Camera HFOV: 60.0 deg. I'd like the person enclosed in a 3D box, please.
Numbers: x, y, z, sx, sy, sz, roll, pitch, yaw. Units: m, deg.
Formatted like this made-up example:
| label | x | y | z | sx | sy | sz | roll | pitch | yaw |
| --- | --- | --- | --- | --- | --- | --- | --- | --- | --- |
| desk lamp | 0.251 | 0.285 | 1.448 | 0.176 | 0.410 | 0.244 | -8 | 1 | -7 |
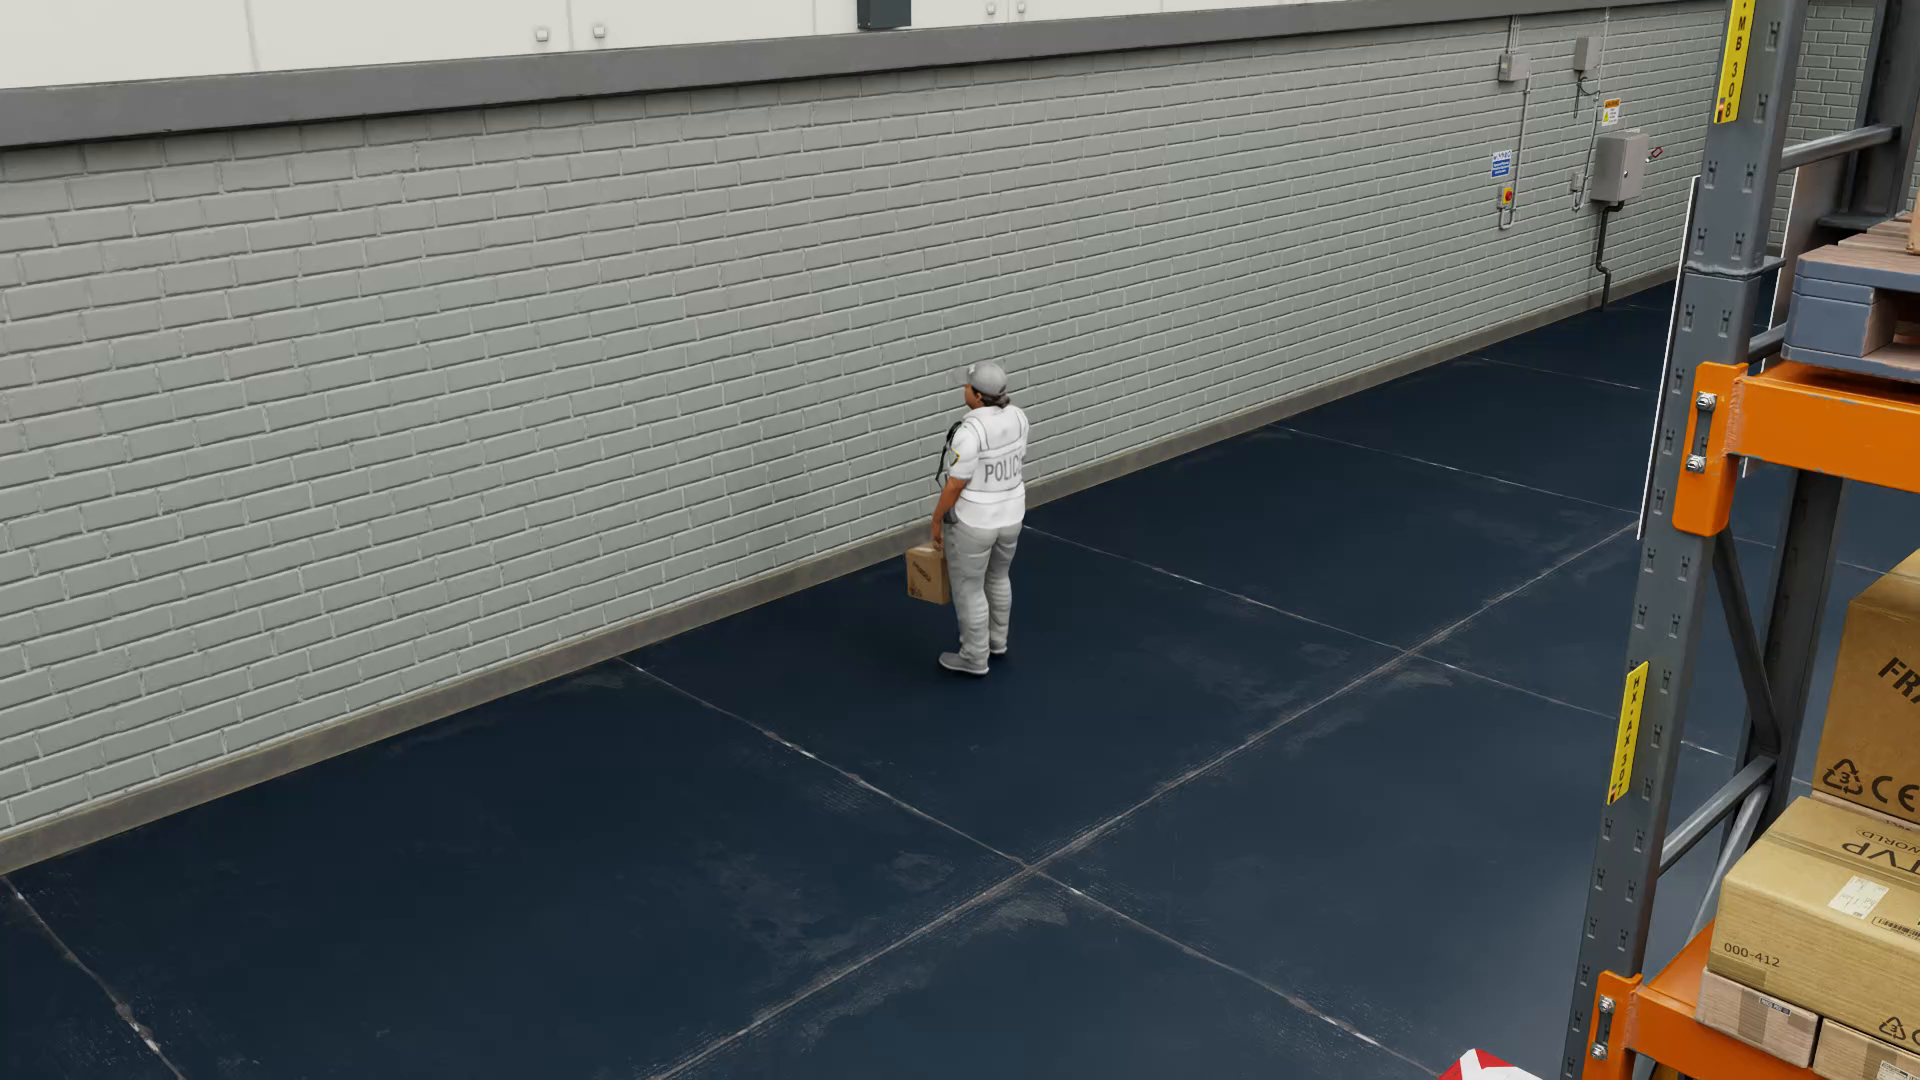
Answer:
| label | x | y | z | sx | sy | sz | roll | pitch | yaw |
| --- | --- | --- | --- | --- | --- | --- | --- | --- | --- |
| person | 0.070 | -0.126 | 8.418 | 0.523 | 1.670 | 0.575 | 19 | 28 | 41 |
